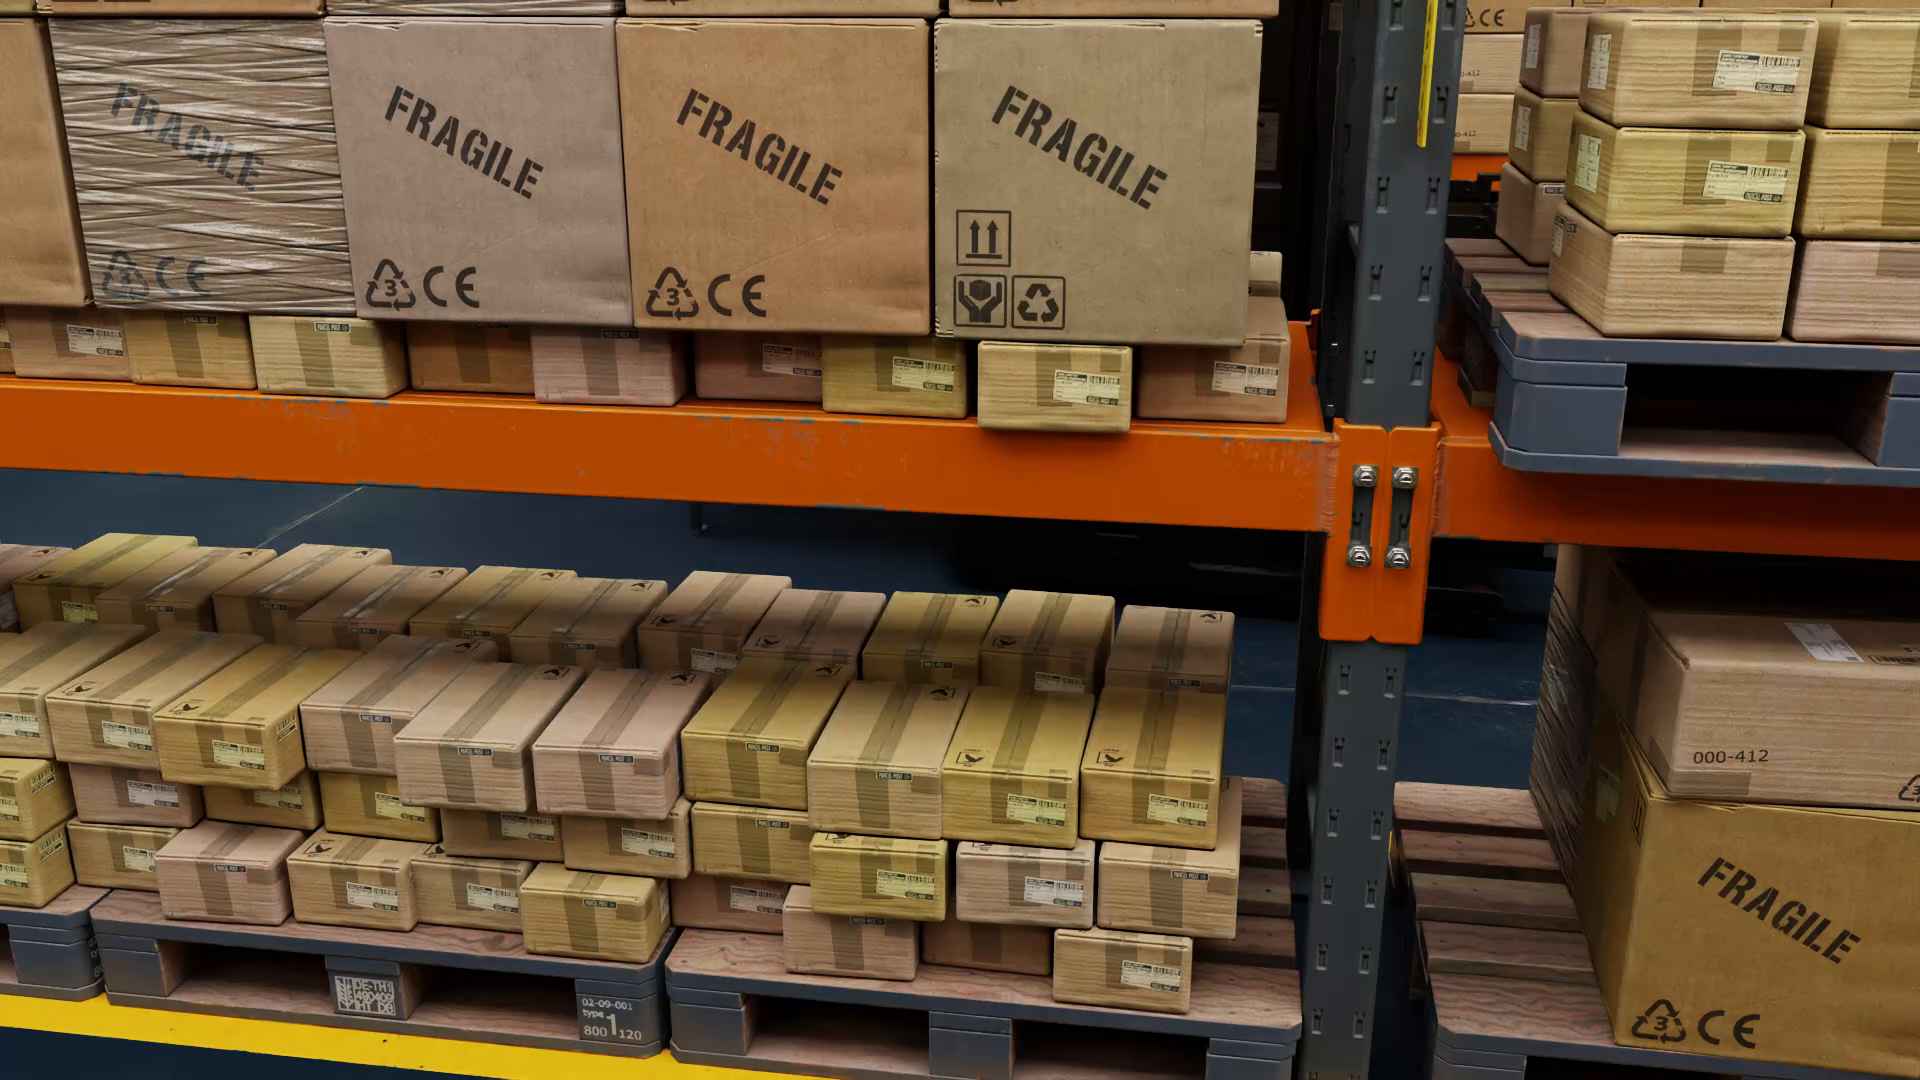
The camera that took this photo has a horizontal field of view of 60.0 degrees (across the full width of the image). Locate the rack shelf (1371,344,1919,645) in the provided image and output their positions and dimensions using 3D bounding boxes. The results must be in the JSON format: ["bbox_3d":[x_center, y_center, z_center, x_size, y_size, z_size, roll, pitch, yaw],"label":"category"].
[{"bbox_3d":[2.743,-0.064,2.900,4.000,0.370,1.077,3,19,9],"label":"rack shelf"}]

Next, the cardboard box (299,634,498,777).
[{"bbox_3d":[-1.152,0.339,3.456,0.250,0.149,0.380,3,19,9],"label":"cardboard box"}]

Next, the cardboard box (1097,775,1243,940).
[{"bbox_3d":[0.407,0.590,3.175,0.250,0.149,0.380,3,19,10],"label":"cardboard box"}]

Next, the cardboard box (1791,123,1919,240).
[{"bbox_3d":[1.340,-0.550,2.486,0.250,0.149,0.380,3,19,8],"label":"cardboard box"}]

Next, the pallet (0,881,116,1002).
[{"bbox_3d":[-2.310,0.671,3.965,1.213,0.211,1.003,3,19,9],"label":"pallet"}]

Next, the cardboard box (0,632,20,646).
[{"bbox_3d":[-2.198,0.325,3.497,0.250,0.149,0.380,3,19,9],"label":"cardboard box"}]

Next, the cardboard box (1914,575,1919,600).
[{"bbox_3d":[1.982,0.271,2.862,0.500,0.250,0.500,3,19,10],"label":"cardboard box"}]

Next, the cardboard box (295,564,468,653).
[{"bbox_3d":[-1.341,0.192,3.896,0.250,0.149,0.380,2,19,7],"label":"cardboard box"}]

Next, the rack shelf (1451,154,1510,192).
[{"bbox_3d":[3.428,-1.620,7.550,4.000,0.370,1.077,3,19,9],"label":"rack shelf"}]

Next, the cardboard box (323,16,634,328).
[{"bbox_3d":[-0.758,-0.682,2.988,0.500,0.500,0.500,3,19,8],"label":"cardboard box"}]

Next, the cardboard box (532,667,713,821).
[{"bbox_3d":[-0.656,0.396,3.287,0.250,0.149,0.380,2,19,6],"label":"cardboard box"}]

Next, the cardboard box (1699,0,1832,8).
[{"bbox_3d":[3.355,-2.404,7.027,0.500,0.500,0.500,3,19,8],"label":"cardboard box"}]

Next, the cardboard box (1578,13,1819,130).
[{"bbox_3d":[1.084,-0.704,2.476,0.250,0.149,0.380,4,19,11],"label":"cardboard box"}]

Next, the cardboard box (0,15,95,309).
[{"bbox_3d":[-1.768,-0.739,3.157,0.500,0.500,0.500,3,19,9],"label":"cardboard box"}]

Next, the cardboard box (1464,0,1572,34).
[{"bbox_3d":[2.349,-2.454,7.177,0.500,0.500,0.500,3,19,8],"label":"cardboard box"}]

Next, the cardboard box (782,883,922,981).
[{"bbox_3d":[-0.187,0.702,3.310,0.250,0.149,0.380,2,19,7],"label":"cardboard box"}]

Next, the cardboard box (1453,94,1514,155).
[{"bbox_3d":[2.357,-1.860,7.371,0.500,0.250,0.500,2,19,7],"label":"cardboard box"}]

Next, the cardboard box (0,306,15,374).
[{"bbox_3d":[-1.857,-0.447,3.309,0.250,0.149,0.380,3,19,8],"label":"cardboard box"}]

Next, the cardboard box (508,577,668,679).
[{"bbox_3d":[-0.841,0.221,3.809,0.250,0.149,0.380,2,19,6],"label":"cardboard box"}]

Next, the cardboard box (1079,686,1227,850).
[{"bbox_3d":[0.376,0.429,3.188,0.250,0.149,0.380,3,19,10],"label":"cardboard box"}]

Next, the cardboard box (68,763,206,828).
[{"bbox_3d":[-1.674,0.458,3.569,0.250,0.149,0.380,2,19,6],"label":"cardboard box"}]

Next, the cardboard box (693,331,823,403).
[{"bbox_3d":[-0.321,-0.373,3.087,0.250,0.149,0.380,2,19,7],"label":"cardboard box"}]

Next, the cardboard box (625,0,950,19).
[{"bbox_3d":[-0.250,-1.132,2.756,0.500,0.500,0.500,2,19,7],"label":"cardboard box"}]

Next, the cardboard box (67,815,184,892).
[{"bbox_3d":[-1.695,0.601,3.612,0.250,0.149,0.380,3,19,9],"label":"cardboard box"}]

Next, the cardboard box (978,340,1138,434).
[{"bbox_3d":[0.177,-0.306,2.887,0.250,0.149,0.380,2,19,7],"label":"cardboard box"}]

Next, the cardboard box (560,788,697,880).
[{"bbox_3d":[-0.617,0.522,3.378,0.250,0.149,0.380,3,19,10],"label":"cardboard box"}]

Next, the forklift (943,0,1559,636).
[{"bbox_3d":[1.515,-1.266,5.468,3.031,2.935,1.130,5,19,14],"label":"forklift"}]

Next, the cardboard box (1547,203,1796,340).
[{"bbox_3d":[1.084,-0.422,2.570,0.250,0.149,0.380,2,19,6],"label":"cardboard box"}]

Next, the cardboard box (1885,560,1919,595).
[{"bbox_3d":[2.049,0.113,3.333,0.500,0.250,0.500,4,19,11],"label":"cardboard box"}]

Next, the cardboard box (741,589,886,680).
[{"bbox_3d":[-0.320,0.247,3.731,0.250,0.149,0.380,2,19,7],"label":"cardboard box"}]

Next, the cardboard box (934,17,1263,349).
[{"bbox_3d":[0.246,-0.630,2.832,0.500,0.500,0.500,3,19,9],"label":"cardboard box"}]

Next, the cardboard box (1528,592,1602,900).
[{"bbox_3d":[1.539,0.439,3.542,0.500,0.500,0.500,3,19,8],"label":"cardboard box"}]

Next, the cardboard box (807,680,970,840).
[{"bbox_3d":[-0.130,0.418,3.220,0.250,0.149,0.380,3,19,8],"label":"cardboard box"}]

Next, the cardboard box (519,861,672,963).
[{"bbox_3d":[-0.695,0.682,3.368,0.250,0.149,0.380,3,19,9],"label":"cardboard box"}]

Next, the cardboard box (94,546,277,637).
[{"bbox_3d":[-1.858,0.148,4.028,0.250,0.149,0.380,2,19,6],"label":"cardboard box"}]

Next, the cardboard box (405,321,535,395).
[{"bbox_3d":[-0.843,-0.393,3.147,0.250,0.149,0.380,3,19,8],"label":"cardboard box"}]

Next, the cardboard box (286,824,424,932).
[{"bbox_3d":[-1.185,0.646,3.476,0.250,0.149,0.380,3,19,9],"label":"cardboard box"}]

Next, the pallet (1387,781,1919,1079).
[{"bbox_3d":[1.537,0.855,3.414,1.213,0.211,1.003,3,19,9],"label":"pallet"}]

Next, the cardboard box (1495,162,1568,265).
[{"bbox_3d":[1.192,-0.628,3.186,0.250,0.149,0.380,2,19,7],"label":"cardboard box"}]

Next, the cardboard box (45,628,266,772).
[{"bbox_3d":[-1.668,0.329,3.486,0.250,0.149,0.380,4,19,11],"label":"cardboard box"}]

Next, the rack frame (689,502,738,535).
[{"bbox_3d":[-0.953,-0.807,6.350,0.032,1.500,0.500,5,19,14],"label":"rack frame"}]

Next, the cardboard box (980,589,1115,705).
[{"bbox_3d":[0.198,0.250,3.721,0.250,0.149,0.380,4,19,11],"label":"cardboard box"}]

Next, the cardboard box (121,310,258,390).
[{"bbox_3d":[-1.365,-0.406,3.186,0.250,0.149,0.380,4,19,11],"label":"cardboard box"}]

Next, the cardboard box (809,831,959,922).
[{"bbox_3d":[-0.130,0.572,3.228,0.250,0.149,0.380,2,19,7],"label":"cardboard box"}]

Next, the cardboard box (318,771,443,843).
[{"bbox_3d":[-1.135,0.475,3.517,0.250,0.149,0.380,4,19,11],"label":"cardboard box"}]

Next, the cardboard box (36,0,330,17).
[{"bbox_3d":[-1.267,-1.183,2.909,0.500,0.500,0.500,2,19,7],"label":"cardboard box"}]

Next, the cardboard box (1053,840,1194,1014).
[{"bbox_3d":[0.327,0.734,3.213,0.250,0.149,0.380,3,19,9],"label":"cardboard box"}]

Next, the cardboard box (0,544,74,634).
[{"bbox_3d":[-2.379,0.142,4.046,0.250,0.149,0.380,3,19,10],"label":"cardboard box"}]

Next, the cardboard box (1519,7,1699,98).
[{"bbox_3d":[1.195,-0.909,3.088,0.250,0.149,0.380,4,19,11],"label":"cardboard box"}]

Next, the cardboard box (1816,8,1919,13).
[{"bbox_3d":[1.716,-0.882,3.008,0.250,0.149,0.380,2,19,7],"label":"cardboard box"}]

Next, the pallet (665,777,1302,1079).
[{"bbox_3d":[0.099,0.794,3.598,1.213,0.211,1.003,3,19,9],"label":"pallet"}]

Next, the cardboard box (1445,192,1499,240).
[{"bbox_3d":[2.078,-1.247,7.989,0.875,0.875,0.875,4,19,10],"label":"cardboard box"}]

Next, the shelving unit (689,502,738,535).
[{"bbox_3d":[-0.460,-0.766,6.230,1.048,1.500,0.538,5,19,14],"label":"shelving unit"}]
